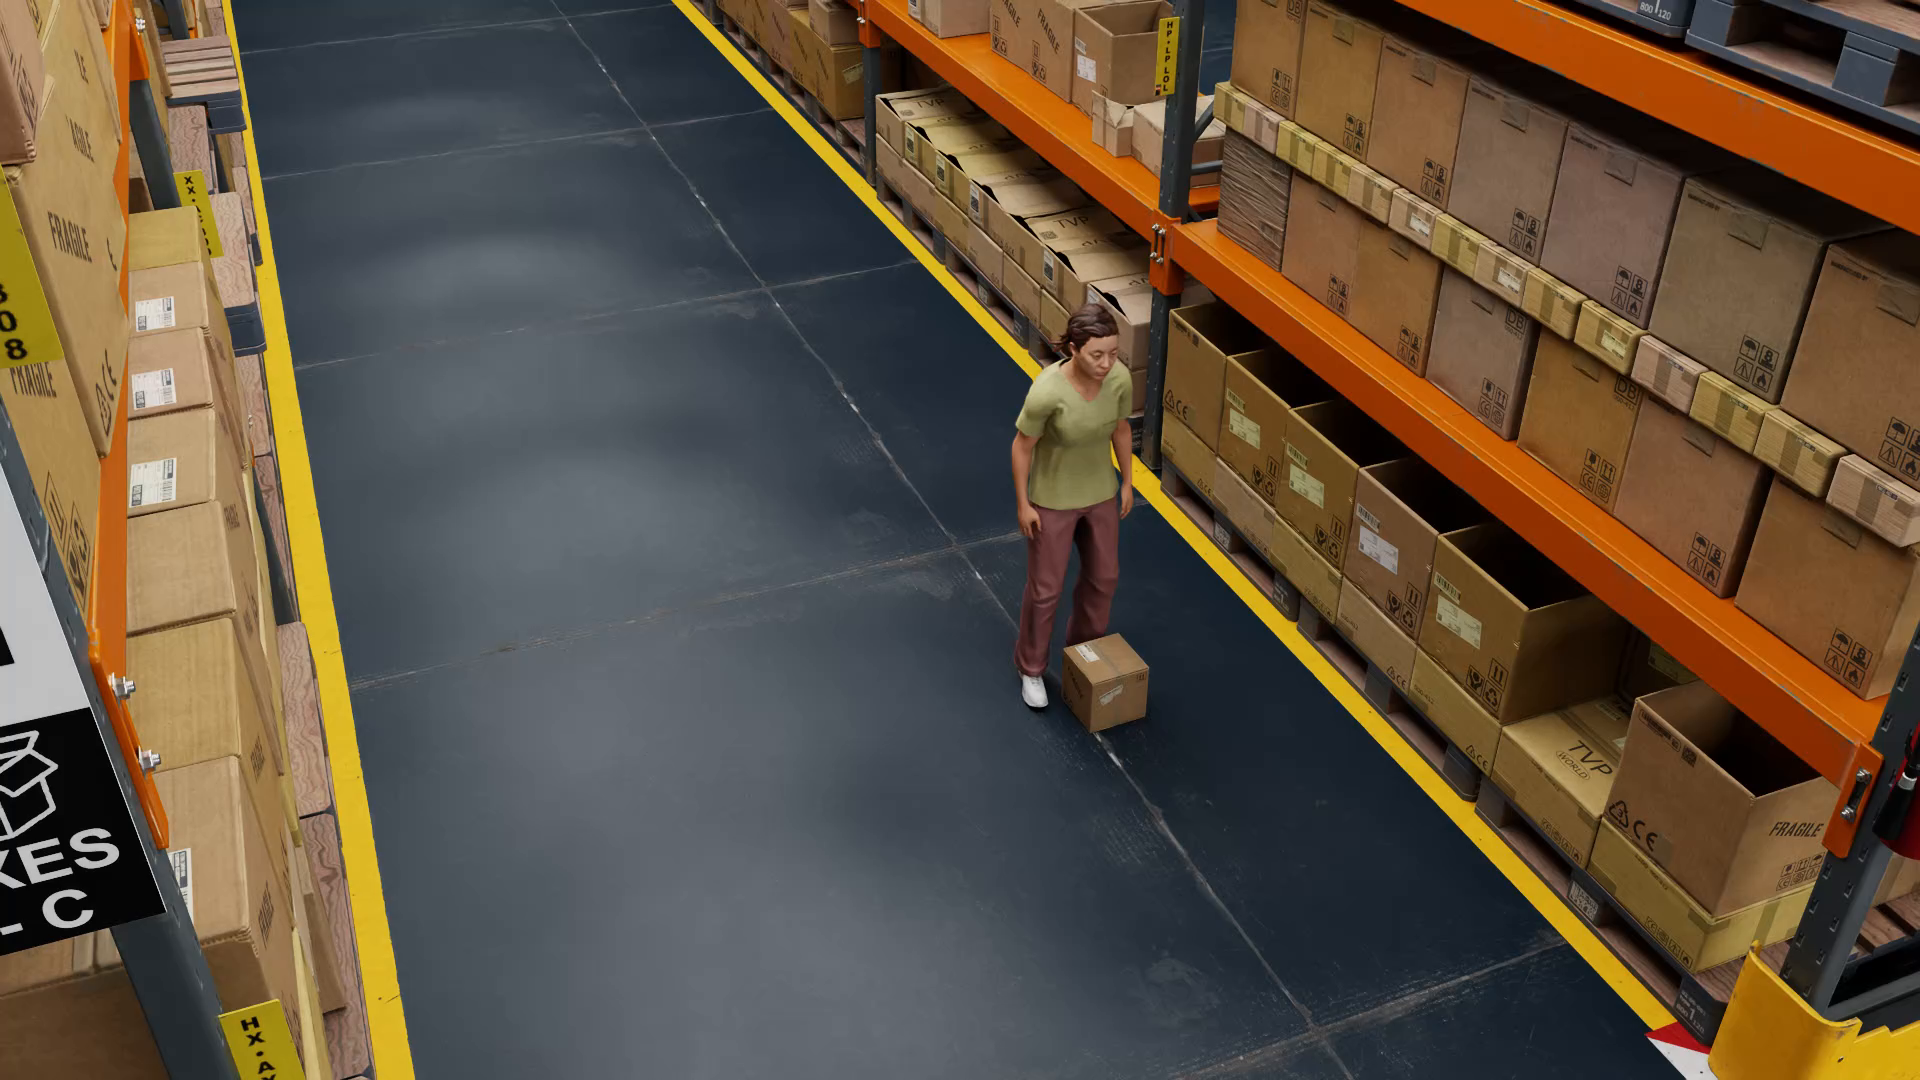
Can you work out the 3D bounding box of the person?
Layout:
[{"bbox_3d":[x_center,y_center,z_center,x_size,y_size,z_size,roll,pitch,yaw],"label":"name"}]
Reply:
[{"bbox_3d":[0.445,-0.146,6.361,0.499,1.673,0.360,-13,36,-19],"label":"person"}]
